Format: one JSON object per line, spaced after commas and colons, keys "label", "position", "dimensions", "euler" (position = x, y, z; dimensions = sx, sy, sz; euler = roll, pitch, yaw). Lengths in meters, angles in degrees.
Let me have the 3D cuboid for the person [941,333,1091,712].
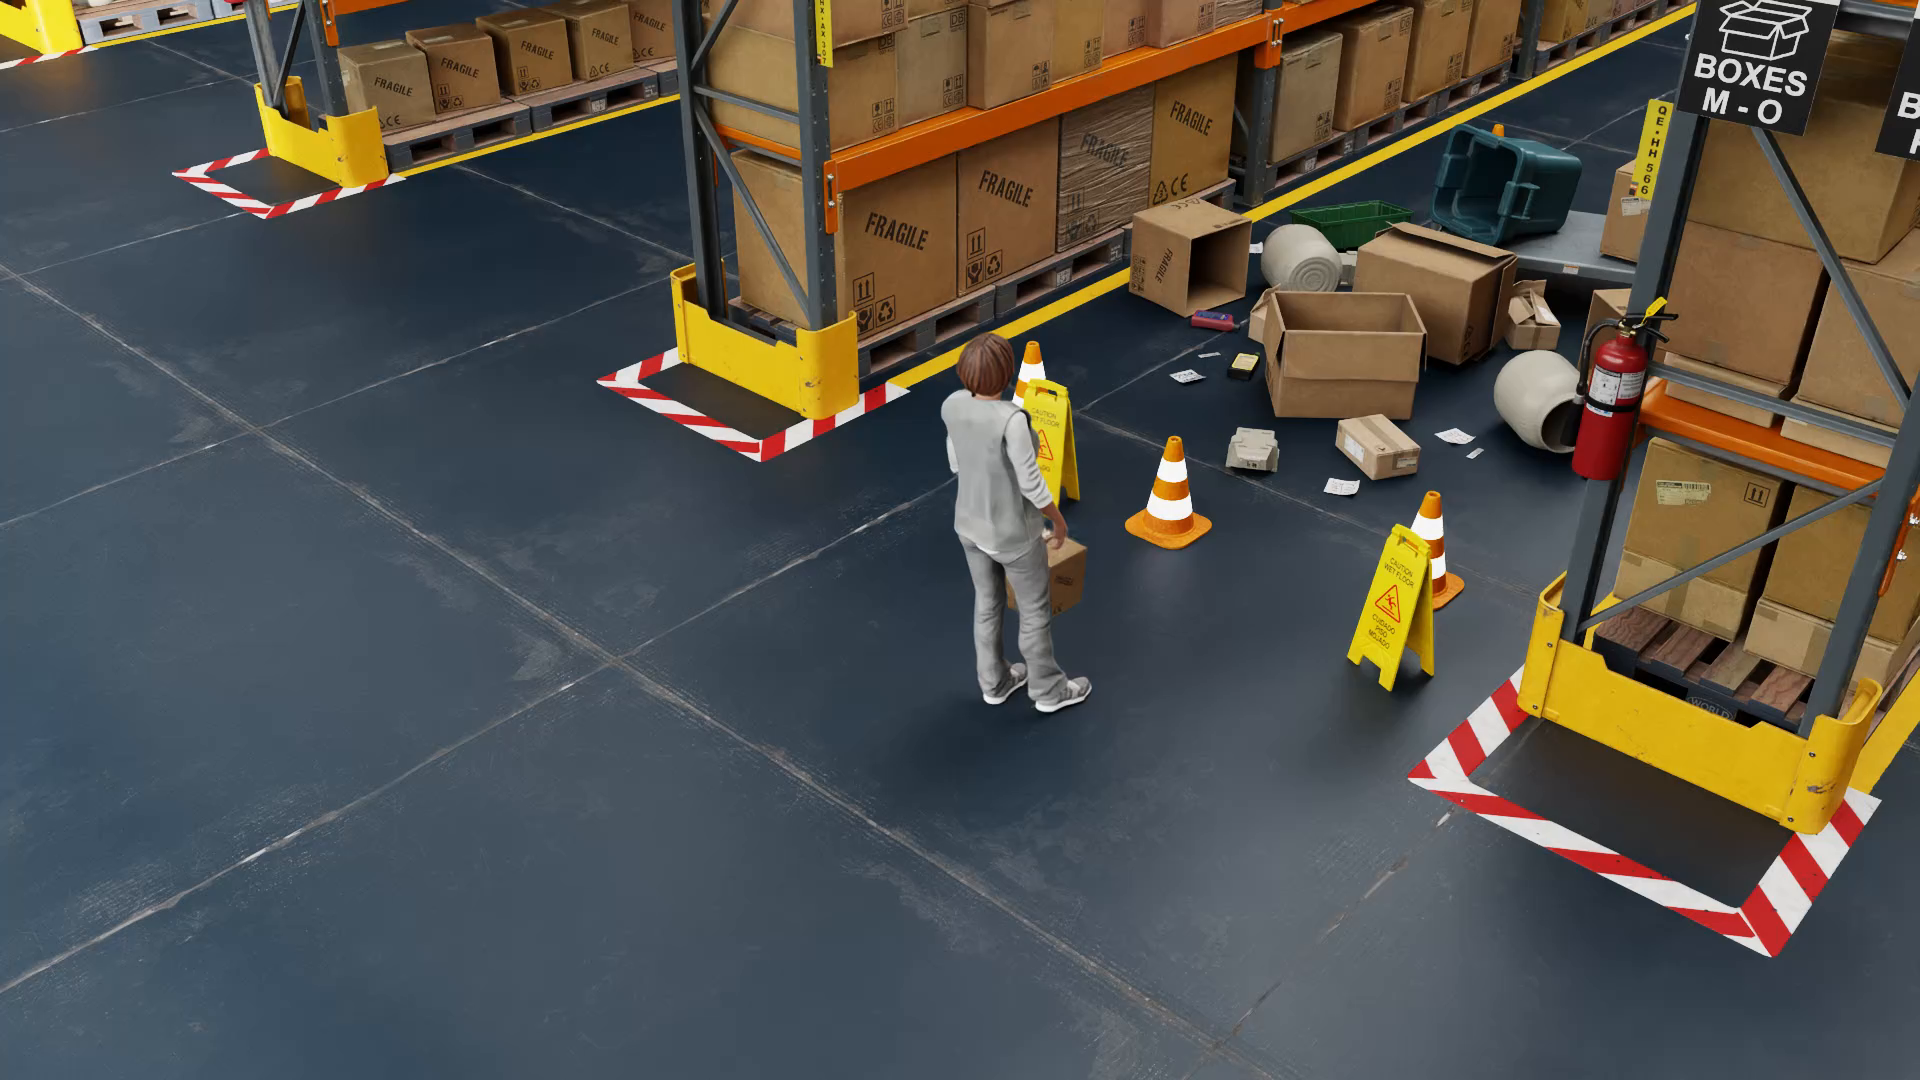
{"label": "person", "position": [0.206, -0.065, 6.235], "dimensions": [0.501, 1.597, 0.473], "euler": [26, 40, 35]}
